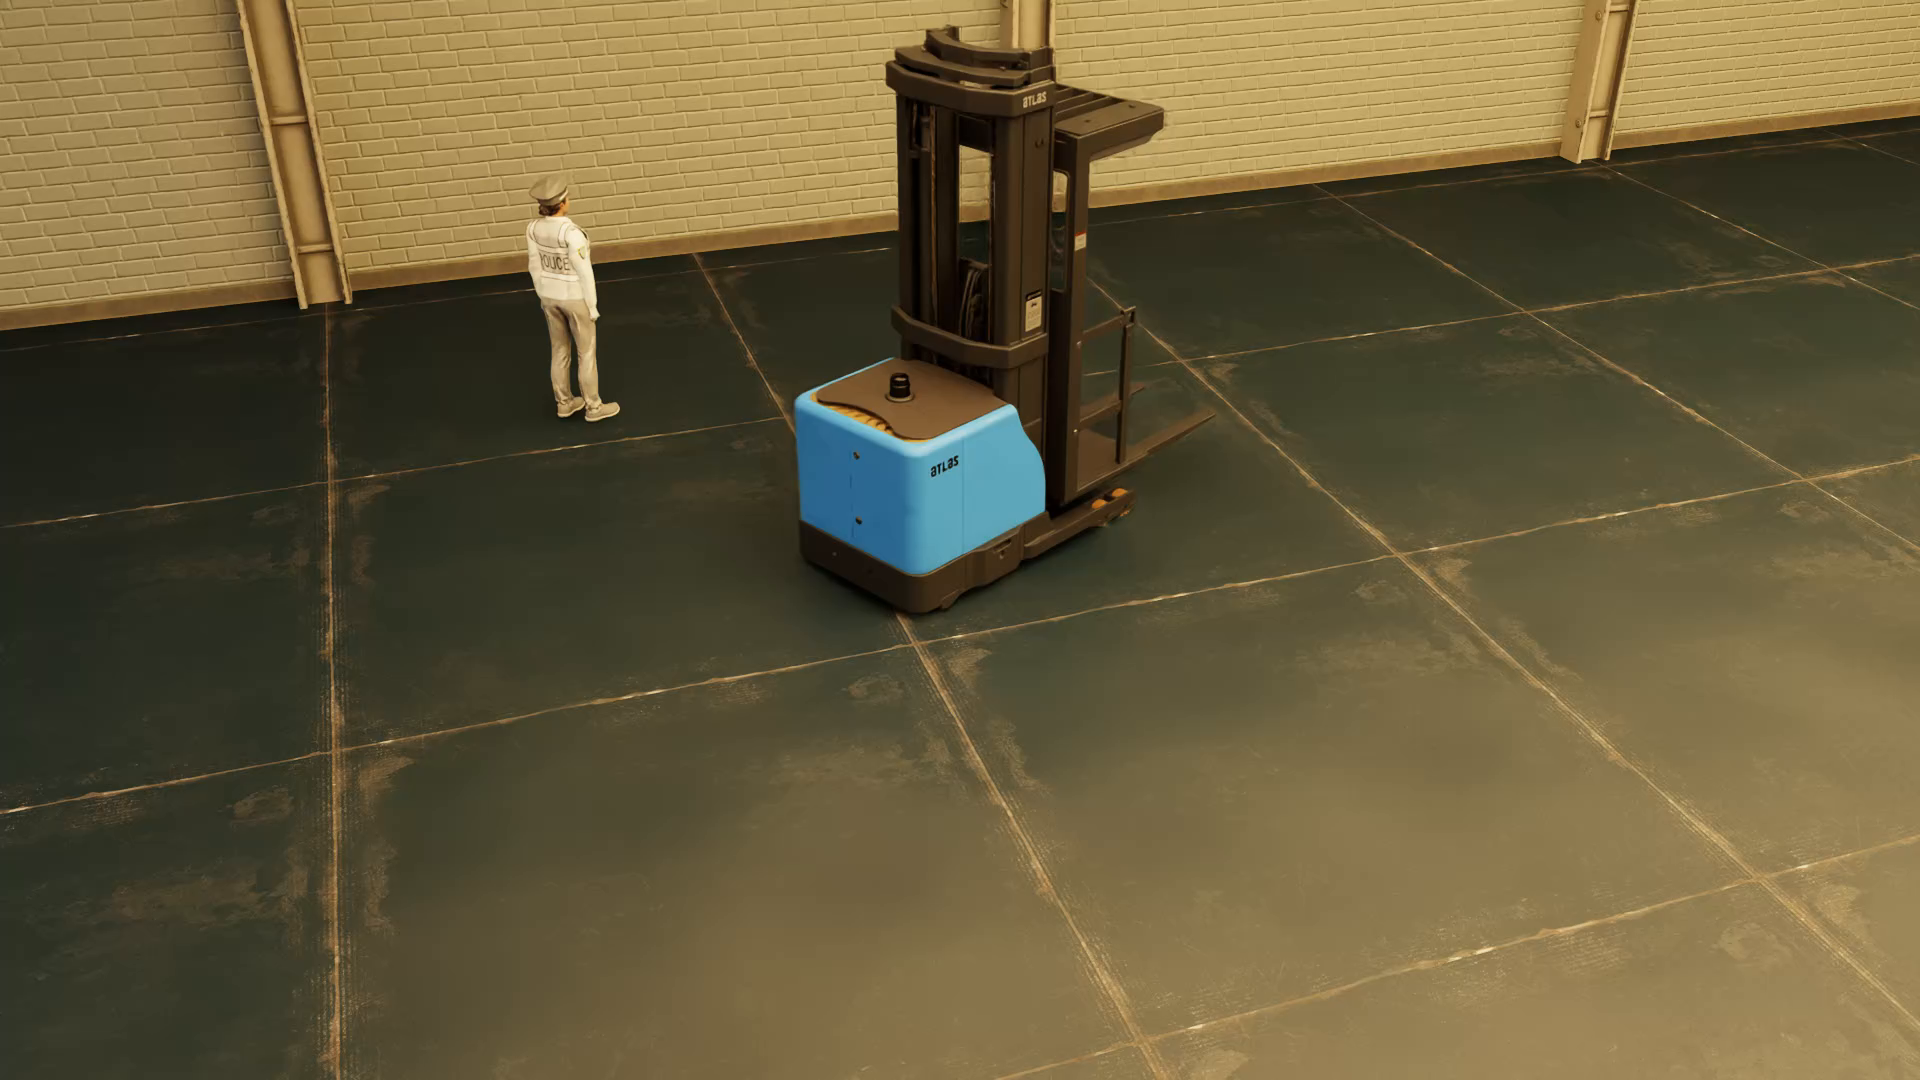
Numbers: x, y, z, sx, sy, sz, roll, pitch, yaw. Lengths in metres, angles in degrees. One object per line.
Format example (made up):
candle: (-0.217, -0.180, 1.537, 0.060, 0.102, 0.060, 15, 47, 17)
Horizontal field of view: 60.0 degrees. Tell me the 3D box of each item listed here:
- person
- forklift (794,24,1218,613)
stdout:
person: (-2.621, -1.610, 11.133, 0.463, 1.692, 0.339, 13, 32, 21)
forklift: (0.437, -1.508, 9.708, 1.130, 2.935, 3.031, 25, 39, 37)
